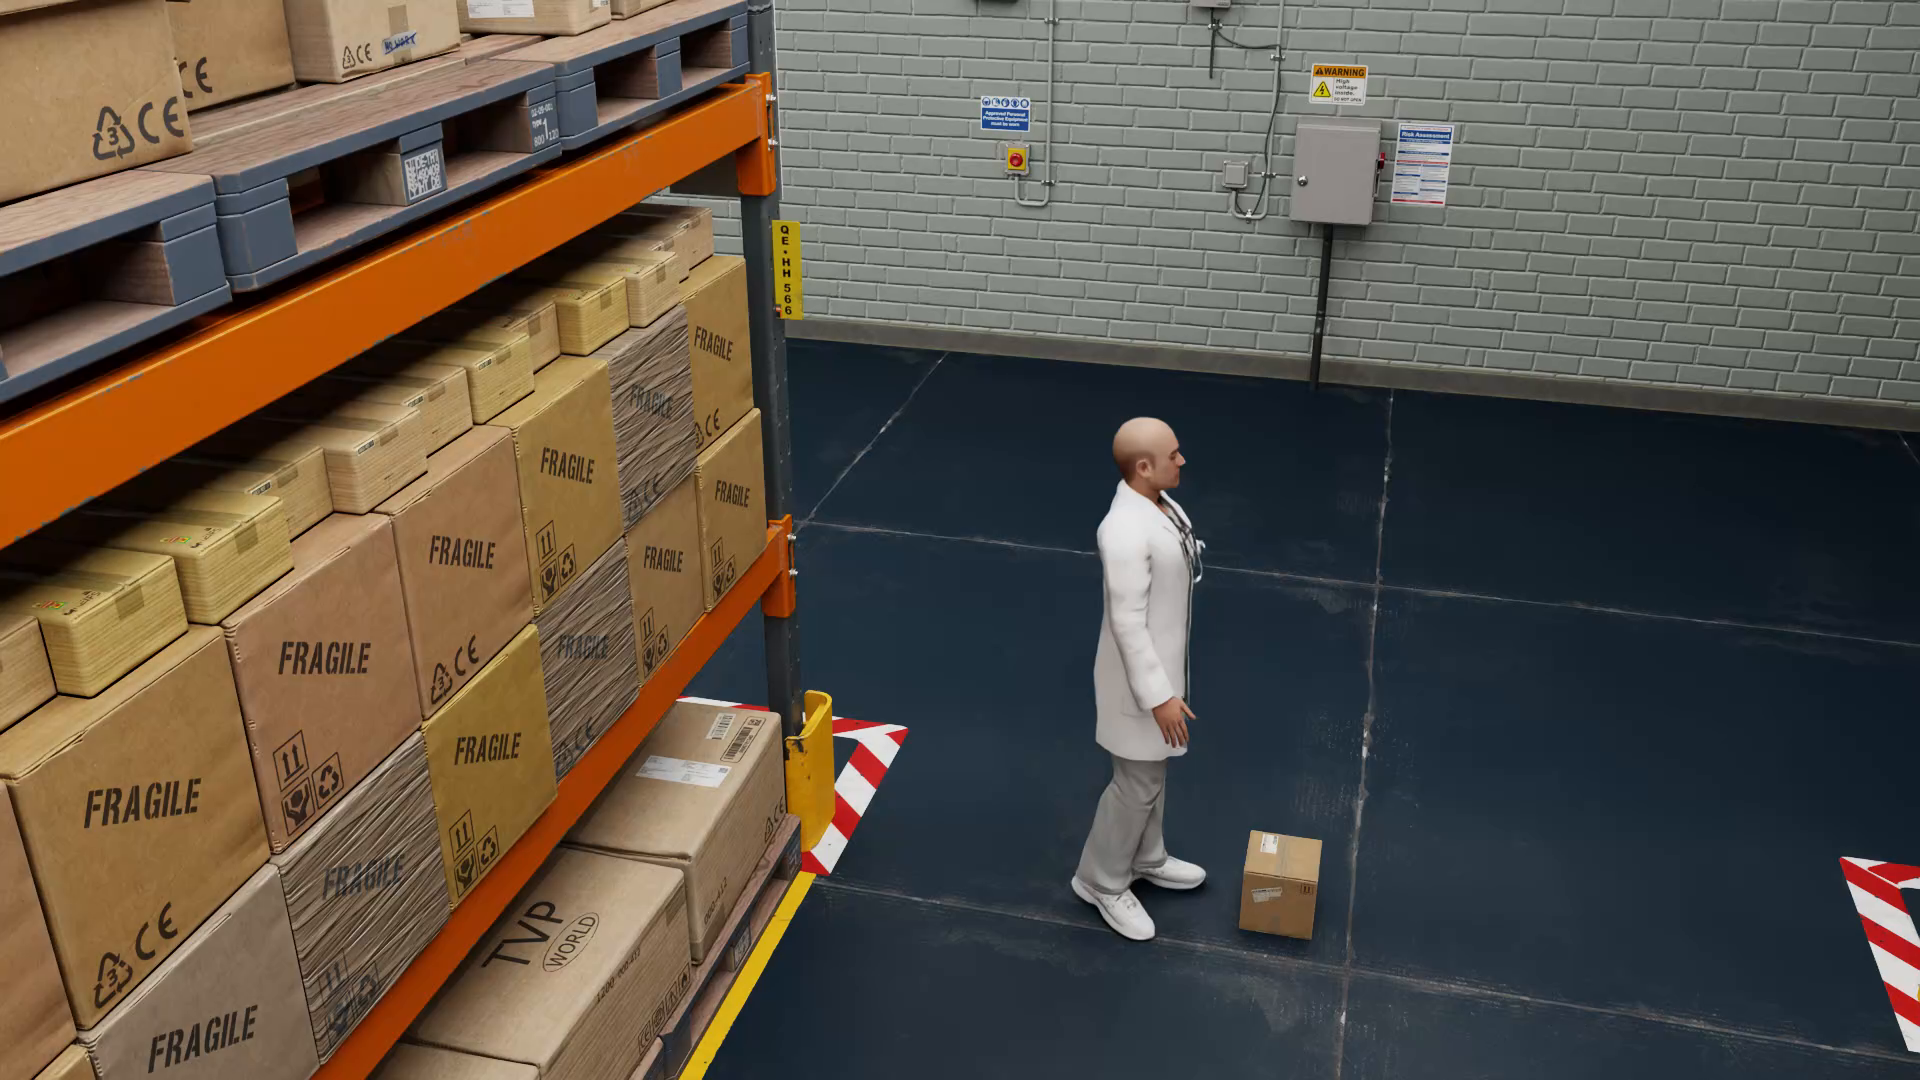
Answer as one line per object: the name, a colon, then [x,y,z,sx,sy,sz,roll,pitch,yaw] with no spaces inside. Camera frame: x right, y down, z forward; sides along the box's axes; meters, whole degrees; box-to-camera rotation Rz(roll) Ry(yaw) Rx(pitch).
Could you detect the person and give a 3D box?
person: [0.639,0.460,5.601,0.458,1.802,0.645,6,26,13]
